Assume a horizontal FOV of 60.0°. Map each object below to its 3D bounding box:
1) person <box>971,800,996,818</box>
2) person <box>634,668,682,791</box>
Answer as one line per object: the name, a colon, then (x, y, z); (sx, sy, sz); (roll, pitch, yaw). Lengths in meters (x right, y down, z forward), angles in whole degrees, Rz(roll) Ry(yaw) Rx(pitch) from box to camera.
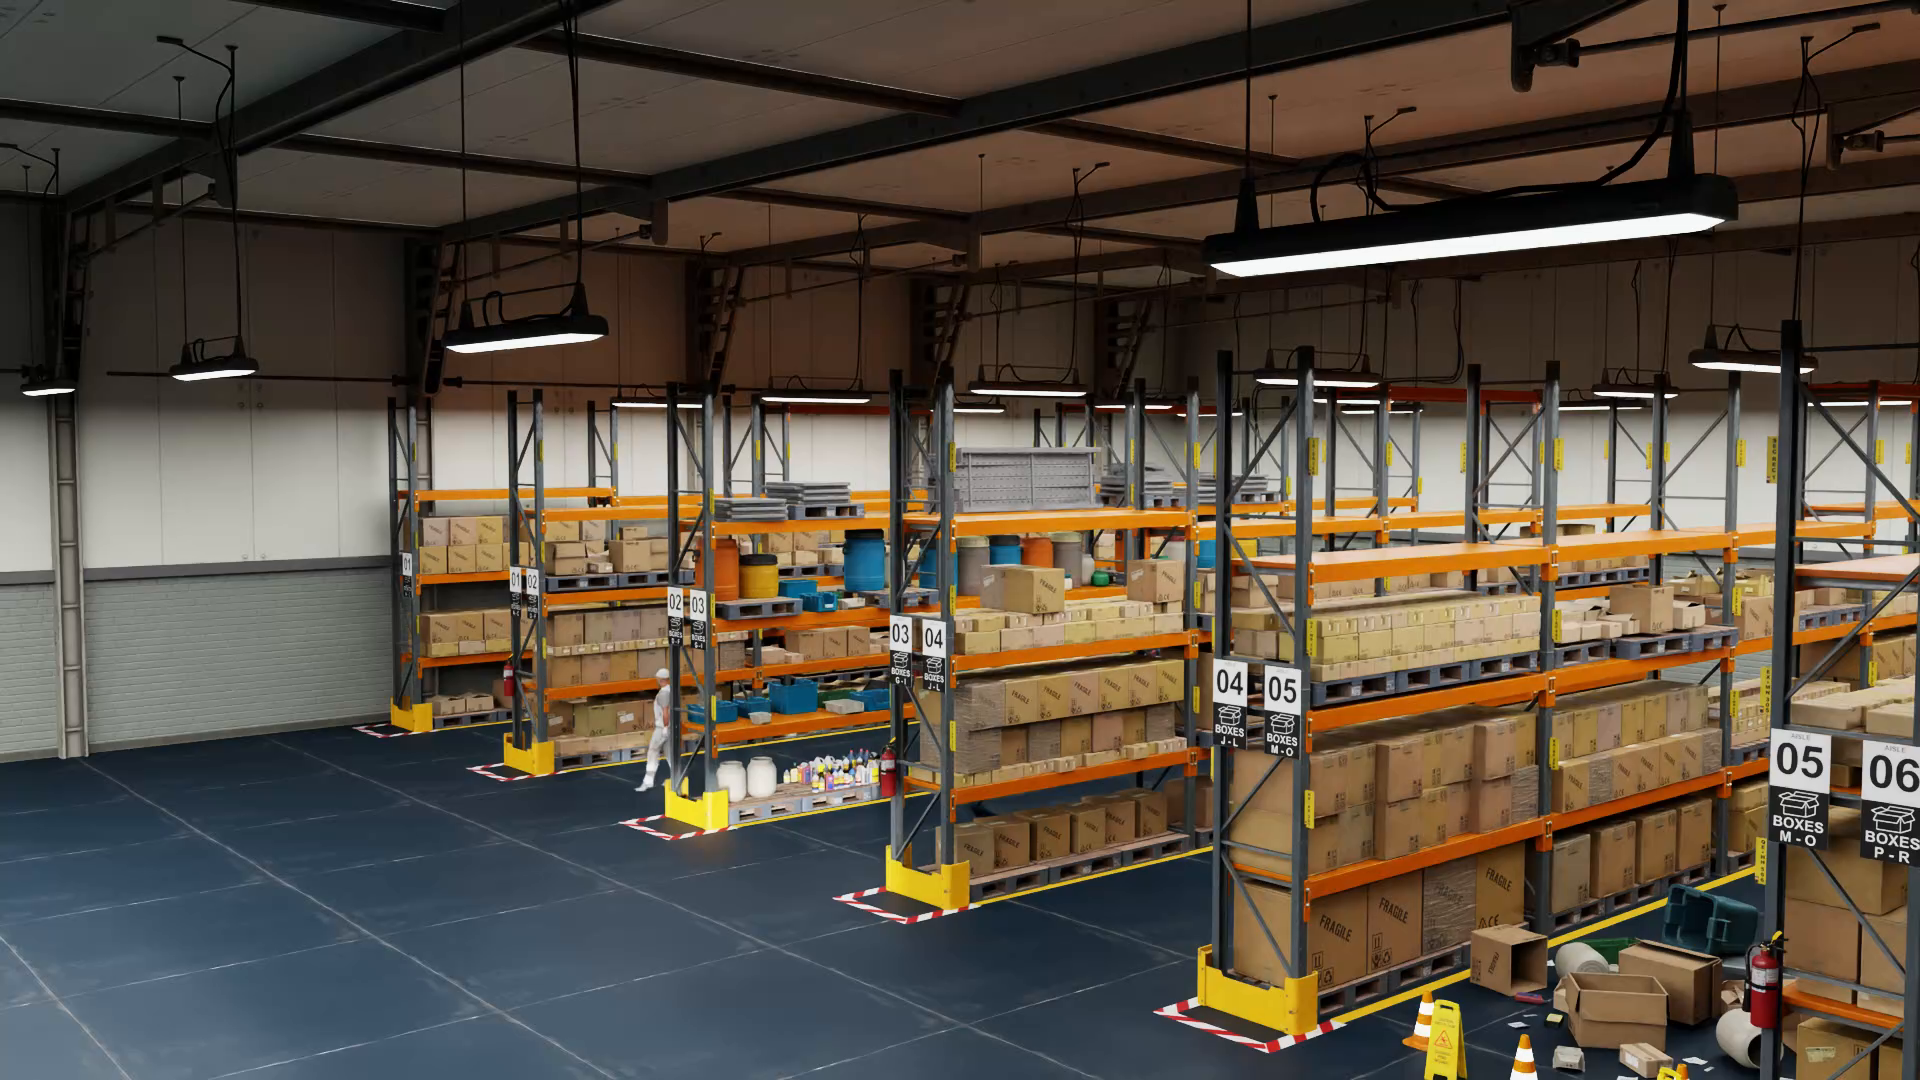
person: (0.311, 3.145, 21.532); (0.455, 1.541, 0.498); (-1, 4, -22)
person: (-4.486, 2.826, 24.900); (0.623, 1.805, 0.628); (1, 3, 12)
